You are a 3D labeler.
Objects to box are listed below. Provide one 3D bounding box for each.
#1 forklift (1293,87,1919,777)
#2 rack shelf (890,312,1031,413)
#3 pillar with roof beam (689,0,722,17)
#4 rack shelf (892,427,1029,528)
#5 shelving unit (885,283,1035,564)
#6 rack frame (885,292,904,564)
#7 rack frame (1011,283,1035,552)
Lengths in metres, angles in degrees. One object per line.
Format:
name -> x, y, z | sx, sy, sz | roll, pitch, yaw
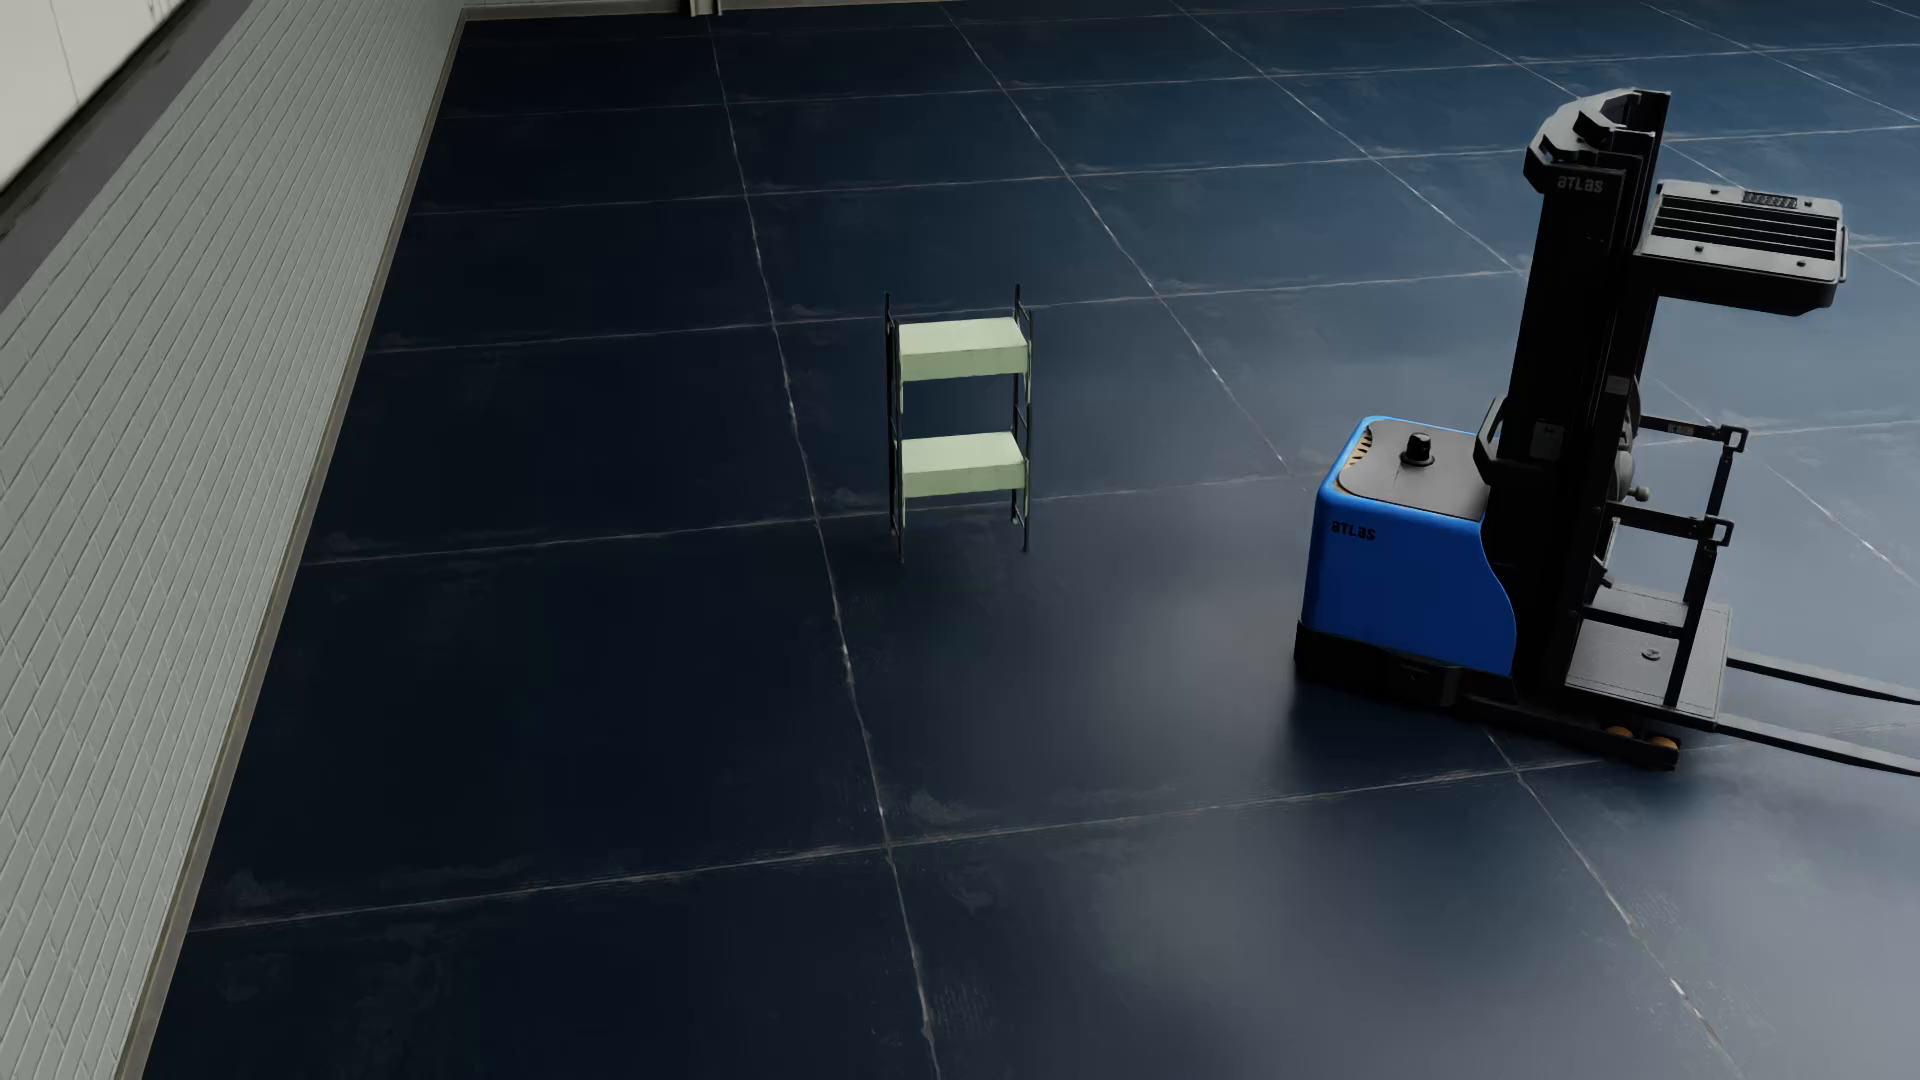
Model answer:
forklift -> 3.276, -0.470, 7.658 | 3.031, 2.935, 1.130 | 14, 33, 22
rack shelf -> -0.007, -0.982, 9.171 | 0.720, 0.370, 0.431 | -5, 31, -9
pillar with roof beam -> -2.456, -8.433, 15.214 | 0.400, 9.000, 9.100 | -5, 31, -9
rack shelf -> -0.007, -0.365, 9.534 | 0.720, 0.370, 0.431 | -5, 31, -9
shelving unit -> -0.007, -0.646, 9.369 | 0.755, 1.500, 0.431 | -5, 31, -9
rack frame -> -0.367, -0.612, 9.312 | 0.023, 1.500, 0.400 | -5, 31, -9
rack frame -> 0.353, -0.679, 9.426 | 0.023, 1.500, 0.400 | -5, 31, -9
